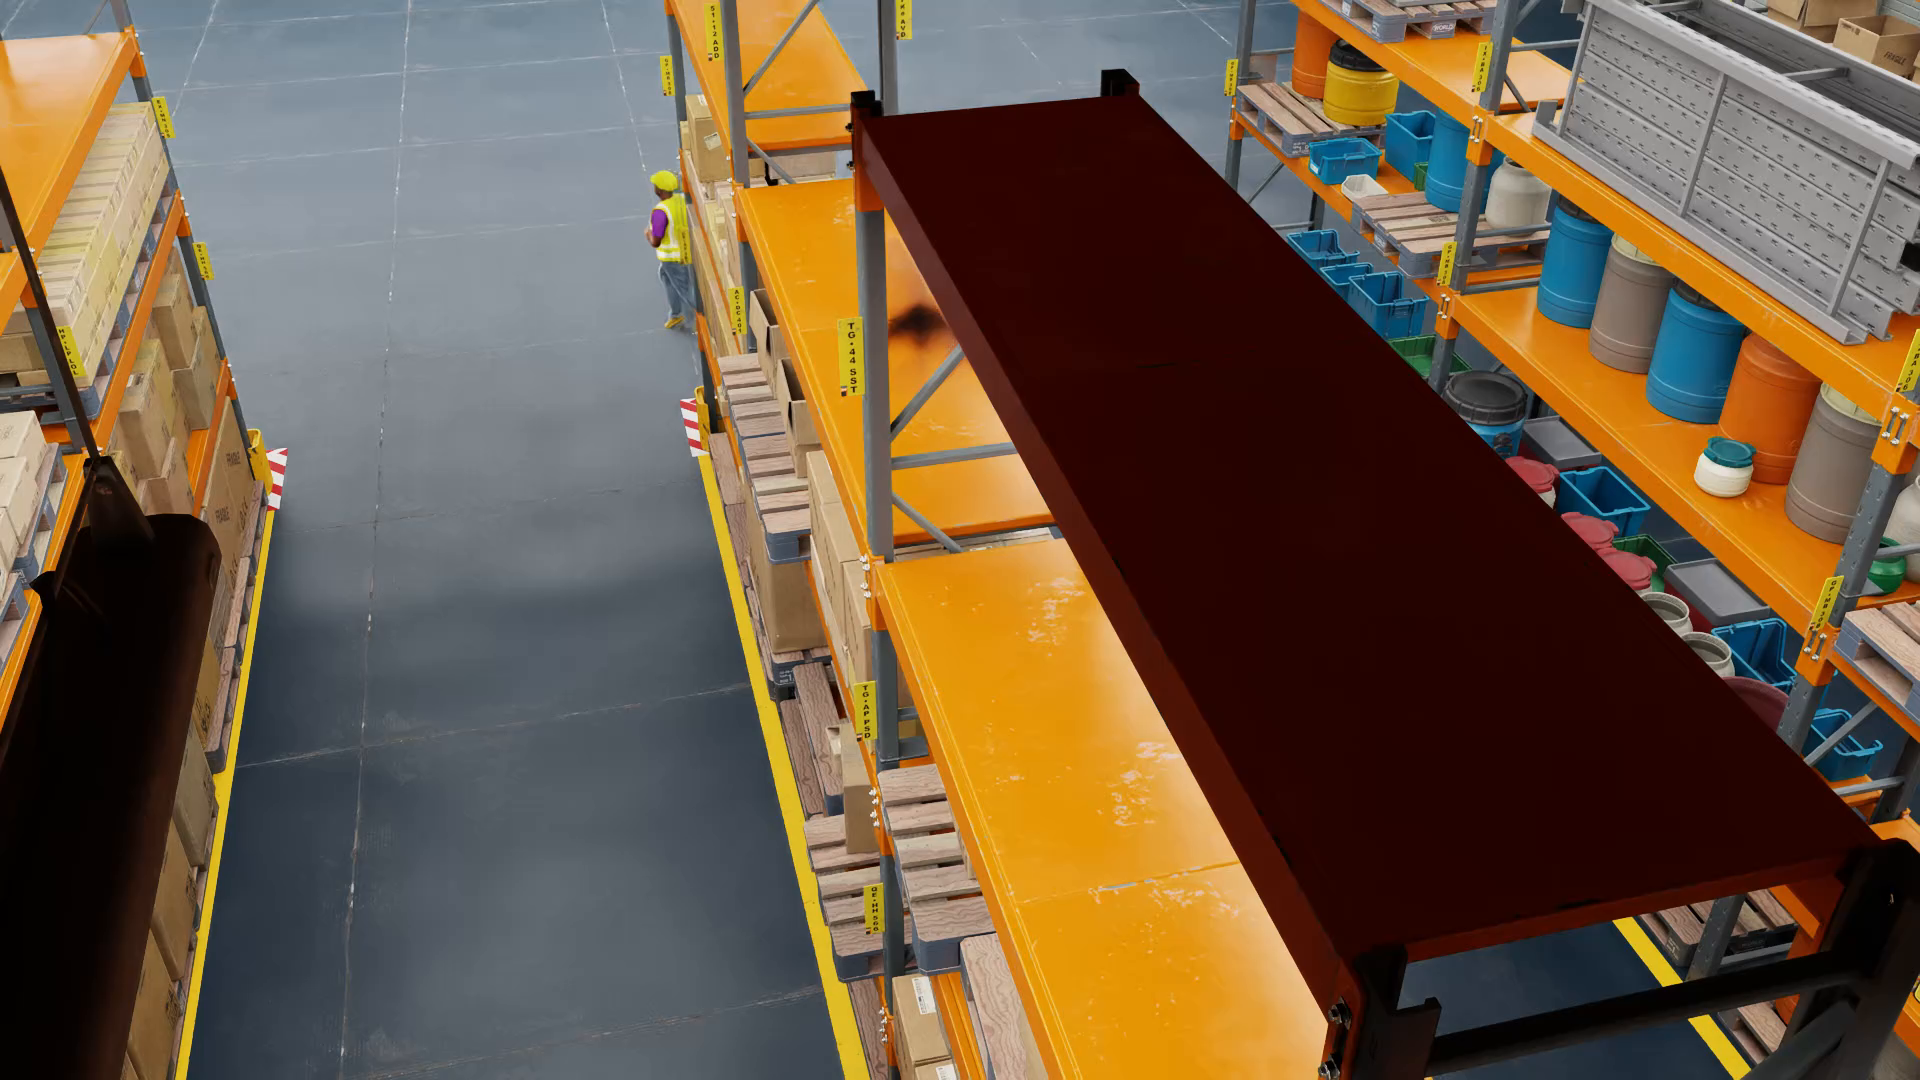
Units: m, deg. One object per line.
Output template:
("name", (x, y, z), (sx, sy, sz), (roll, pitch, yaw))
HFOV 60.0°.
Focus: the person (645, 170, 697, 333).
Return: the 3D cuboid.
("person", (-2.825, -2.811, 16.641), (0.725, 1.831, 0.723), (13, 37, 18))
